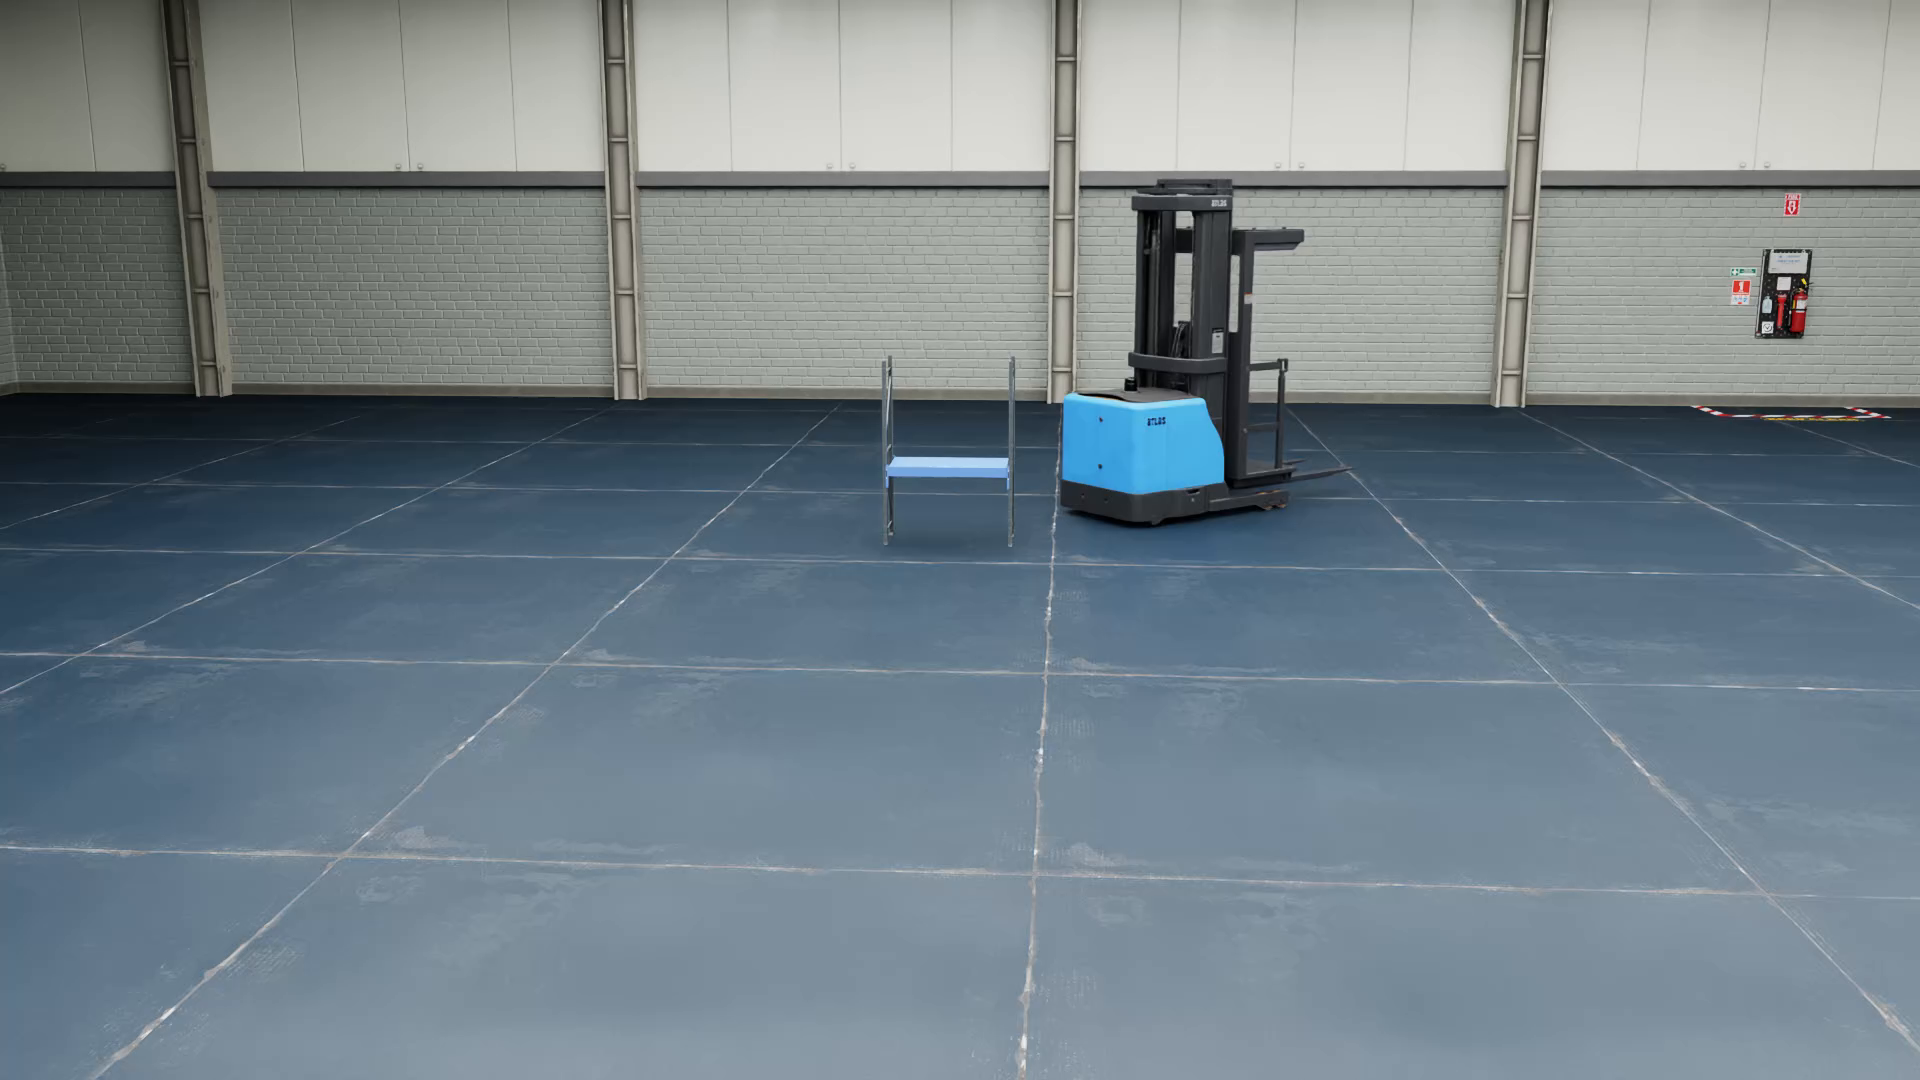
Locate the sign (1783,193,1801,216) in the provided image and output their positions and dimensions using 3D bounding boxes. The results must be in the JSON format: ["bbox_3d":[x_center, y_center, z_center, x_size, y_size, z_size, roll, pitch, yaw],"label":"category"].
[{"bbox_3d":[10.904,-4.394,21.786,0.199,0.298,0.001,1,12,4],"label":"sign"}]

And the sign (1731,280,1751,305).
[{"bbox_3d":[10.360,-3.285,22.059,0.234,0.329,0.001,1,12,4],"label":"sign"}]

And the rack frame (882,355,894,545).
[{"bbox_3d":[-0.592,-0.742,13.653,0.032,1.500,0.500,1,12,4],"label":"rack frame"}]

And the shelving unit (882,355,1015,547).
[{"bbox_3d":[-0.085,-0.735,13.620,1.048,1.500,0.538,1,12,4],"label":"shelving unit"}]

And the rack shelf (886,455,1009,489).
[{"bbox_3d":[-0.085,-0.559,13.657,1.000,0.185,0.538,1,12,4],"label":"rack shelf"}]

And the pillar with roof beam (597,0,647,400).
[{"bbox_3d":[-4.879,-5.501,18.086,0.400,9.000,9.100,1,12,4],"label":"pillar with roof beam"}]

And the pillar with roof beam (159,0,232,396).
[{"bbox_3d":[-10.866,-5.583,18.478,0.400,9.000,9.100,1,12,4],"label":"pillar with roof beam"}]

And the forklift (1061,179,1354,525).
[{"bbox_3d":[2.386,-1.780,15.120,3.031,2.935,1.130,-9,15,-36],"label":"forklift"}]

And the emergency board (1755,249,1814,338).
[{"bbox_3d":[10.905,-3.239,21.926,0.643,1.169,0.194,1,12,4],"label":"emergency board"}]

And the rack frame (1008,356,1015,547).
[{"bbox_3d":[0.422,-0.728,13.587,0.032,1.500,0.500,1,12,4],"label":"rack frame"}]

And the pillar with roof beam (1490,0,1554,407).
[{"bbox_3d":[7.094,-5.336,17.301,0.400,9.000,9.100,1,12,4],"label":"pillar with roof beam"}]

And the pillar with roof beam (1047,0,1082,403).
[{"bbox_3d":[1.107,-5.418,17.693,0.400,9.000,9.100,1,12,4],"label":"pillar with roof beam"}]

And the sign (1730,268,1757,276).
[{"bbox_3d":[10.364,-3.543,21.996,0.331,0.109,0.001,1,12,4],"label":"sign"}]

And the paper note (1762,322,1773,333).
[{"bbox_3d":[10.733,-2.824,22.095,0.142,0.148,0.016,1,12,4],"label":"paper note"}]
